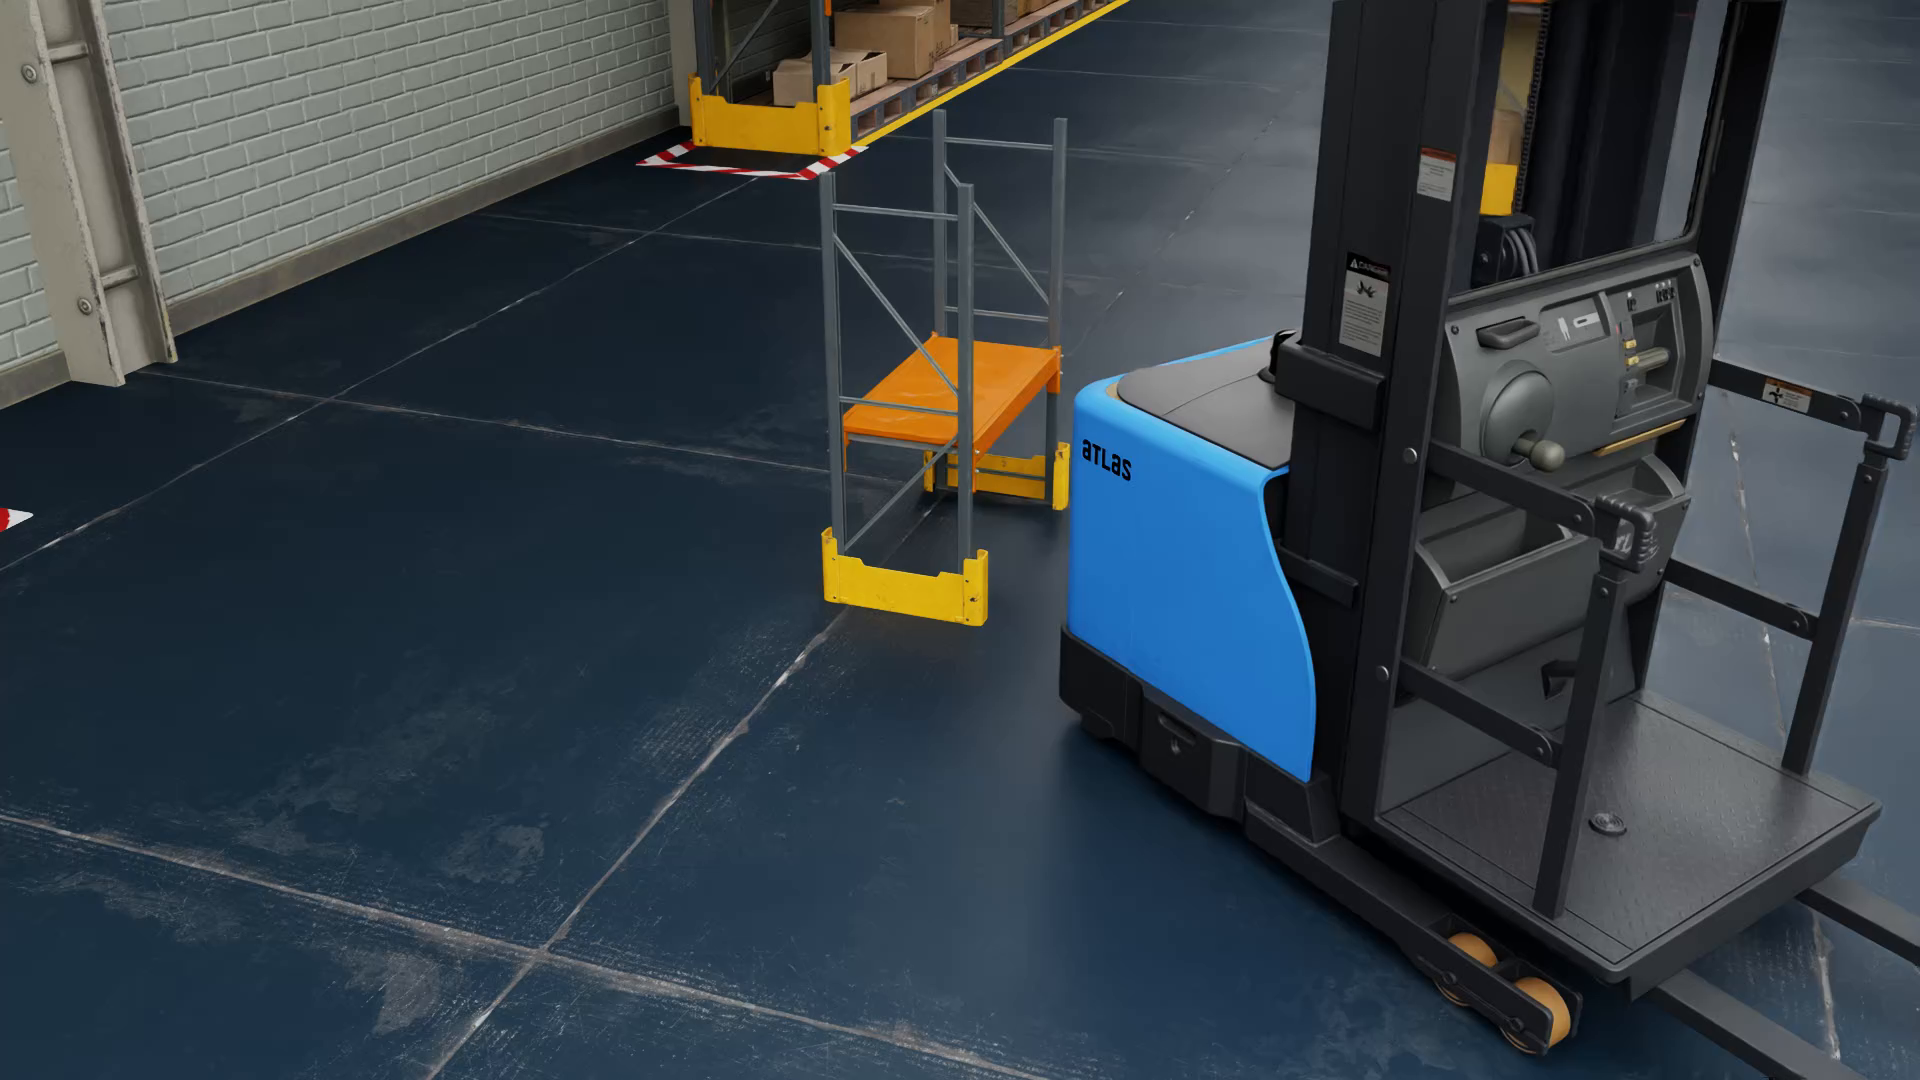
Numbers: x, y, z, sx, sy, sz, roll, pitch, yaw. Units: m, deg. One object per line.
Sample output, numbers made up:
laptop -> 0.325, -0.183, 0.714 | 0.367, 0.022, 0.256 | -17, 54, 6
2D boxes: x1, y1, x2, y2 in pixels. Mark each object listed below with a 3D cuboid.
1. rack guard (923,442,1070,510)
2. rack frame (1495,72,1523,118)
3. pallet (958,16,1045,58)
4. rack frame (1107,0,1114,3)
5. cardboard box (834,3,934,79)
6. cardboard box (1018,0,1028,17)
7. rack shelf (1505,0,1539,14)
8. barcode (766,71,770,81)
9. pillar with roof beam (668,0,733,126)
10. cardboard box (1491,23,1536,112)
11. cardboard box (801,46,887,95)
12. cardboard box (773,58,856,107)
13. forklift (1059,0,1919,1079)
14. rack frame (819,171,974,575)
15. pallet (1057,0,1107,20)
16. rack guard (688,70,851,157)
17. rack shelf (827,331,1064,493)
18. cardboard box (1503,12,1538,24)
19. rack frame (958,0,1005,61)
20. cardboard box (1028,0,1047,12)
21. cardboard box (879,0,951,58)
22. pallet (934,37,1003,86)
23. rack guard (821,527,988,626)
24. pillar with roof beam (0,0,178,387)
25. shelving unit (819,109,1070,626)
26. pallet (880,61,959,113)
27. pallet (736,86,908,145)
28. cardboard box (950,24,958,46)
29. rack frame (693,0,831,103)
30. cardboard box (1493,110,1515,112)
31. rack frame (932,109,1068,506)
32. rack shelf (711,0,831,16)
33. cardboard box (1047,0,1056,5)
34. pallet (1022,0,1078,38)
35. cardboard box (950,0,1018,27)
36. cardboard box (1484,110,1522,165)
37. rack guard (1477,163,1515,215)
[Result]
rack guard -> 0.140, -0.286, 6.554 | 0.587, 0.250, 0.087 | 9, 27, 17
rack frame -> 3.261, -3.500, 10.036 | 1.000, 3.000, 0.127 | 9, 27, 17
pallet -> 0.177, -4.926, 16.181 | 1.003, 0.211, 1.213 | 9, 27, 17
rack frame -> 1.251, -7.504, 18.307 | 1.000, 3.000, 0.127 | 9, 27, 17
cardboard box -> -0.615, -4.089, 13.618 | 0.700, 0.500, 0.500 | 7, 27, 14
cardboard box -> 0.274, -5.458, 16.444 | 0.700, 0.500, 0.500 | 8, 27, 16
rack shelf -> 3.927, -3.998, 11.891 | 1.077, 0.370, 4.000 | 9, 27, 17
barcode -> -1.467, -3.545, 12.700 | 0.001, 0.075, 0.075 | 9, 27, 17
pillar with roof beam -> 2.065, -6.706, 9.773 | 9.100, 9.000, 0.400 | 9, 27, 17
cardboard box -> 3.814, -3.183, 11.194 | 0.500, 0.500, 0.500 | 9, 27, 17
cardboard box -> -0.907, -3.710, 13.051 | 0.500, 0.311, 0.500 | 11, 28, 22
cardboard box -> -1.096, -3.476, 12.567 | 0.500, 0.311, 0.500 | 6, 26, 12
forklift -> 1.562, -0.383, 3.678 | 1.130, 2.935, 3.031 | -17, 31, -31
rack frame -> -0.198, -0.431, 5.419 | 0.500, 1.500, 0.032 | 9, 27, 17
pallet -> 0.989, -5.928, 18.252 | 1.003, 0.211, 1.213 | 9, 27, 17
rack guard -> -1.386, -3.123, 12.126 | 1.175, 0.500, 0.348 | 9, 27, 17
rack shelf -> -0.028, -0.478, 5.929 | 0.538, 0.185, 1.000 | 9, 27, 17
cardboard box -> 3.968, -3.390, 11.622 | 0.500, 0.500, 0.500 | 9, 27, 17
rack frame -> -0.080, -5.860, 14.912 | 1.000, 3.000, 0.127 | 9, 27, 17
cardboard box -> 0.481, -5.662, 16.865 | 0.700, 0.500, 0.500 | 9, 27, 18
cardboard box -> -0.388, -4.501, 14.468 | 0.500, 0.500, 0.500 | 7, 27, 14
pallet -> -0.270, -4.324, 14.939 | 1.003, 0.211, 1.213 | 9, 27, 17
rack guard -> -0.191, 0.123, 5.708 | 0.587, 0.250, 0.087 | 9, 27, 17
pillar with roof beam -> 0.069, -4.240, 4.681 | 9.100, 9.000, 0.400 | 9, 27, 17
shelving unit -> -0.025, -0.644, 5.858 | 0.587, 1.500, 1.083 | 9, 27, 17
pallet -> -0.675, -3.821, 13.900 | 1.003, 0.211, 1.213 | 9, 27, 17
pallet -> -1.082, -3.322, 12.868 | 1.003, 0.211, 1.213 | 9, 27, 17
cardboard box -> -0.230, -4.559, 14.970 | 0.380, 0.166, 0.250 | 5, 26, 11
rack frame -> -1.411, -4.217, 11.517 | 1.000, 3.000, 0.127 | 9, 27, 17
cardboard box -> 3.812, -2.845, 11.358 | 0.500, 0.250, 0.500 | 9, 27, 17
rack frame -> 0.141, -0.849, 6.282 | 0.500, 1.500, 0.032 | 9, 27, 17
rack shelf -> -0.746, -4.715, 13.371 | 1.077, 0.370, 4.000 | 9, 27, 17
cardboard box -> 0.641, -5.871, 17.296 | 0.700, 0.500, 0.500 | 9, 27, 17
pallet -> 0.582, -5.429, 17.220 | 1.003, 0.211, 1.213 | 9, 27, 17
cardboard box -> 0.149, -5.238, 15.990 | 0.700, 0.500, 0.500 | 10, 27, 19
cardboard box -> 3.649, -2.639, 10.933 | 0.500, 0.250, 0.500 | 9, 27, 17
rack guard -> 3.253, -2.365, 10.561 | 1.175, 0.500, 0.348 | 9, 27, 17
